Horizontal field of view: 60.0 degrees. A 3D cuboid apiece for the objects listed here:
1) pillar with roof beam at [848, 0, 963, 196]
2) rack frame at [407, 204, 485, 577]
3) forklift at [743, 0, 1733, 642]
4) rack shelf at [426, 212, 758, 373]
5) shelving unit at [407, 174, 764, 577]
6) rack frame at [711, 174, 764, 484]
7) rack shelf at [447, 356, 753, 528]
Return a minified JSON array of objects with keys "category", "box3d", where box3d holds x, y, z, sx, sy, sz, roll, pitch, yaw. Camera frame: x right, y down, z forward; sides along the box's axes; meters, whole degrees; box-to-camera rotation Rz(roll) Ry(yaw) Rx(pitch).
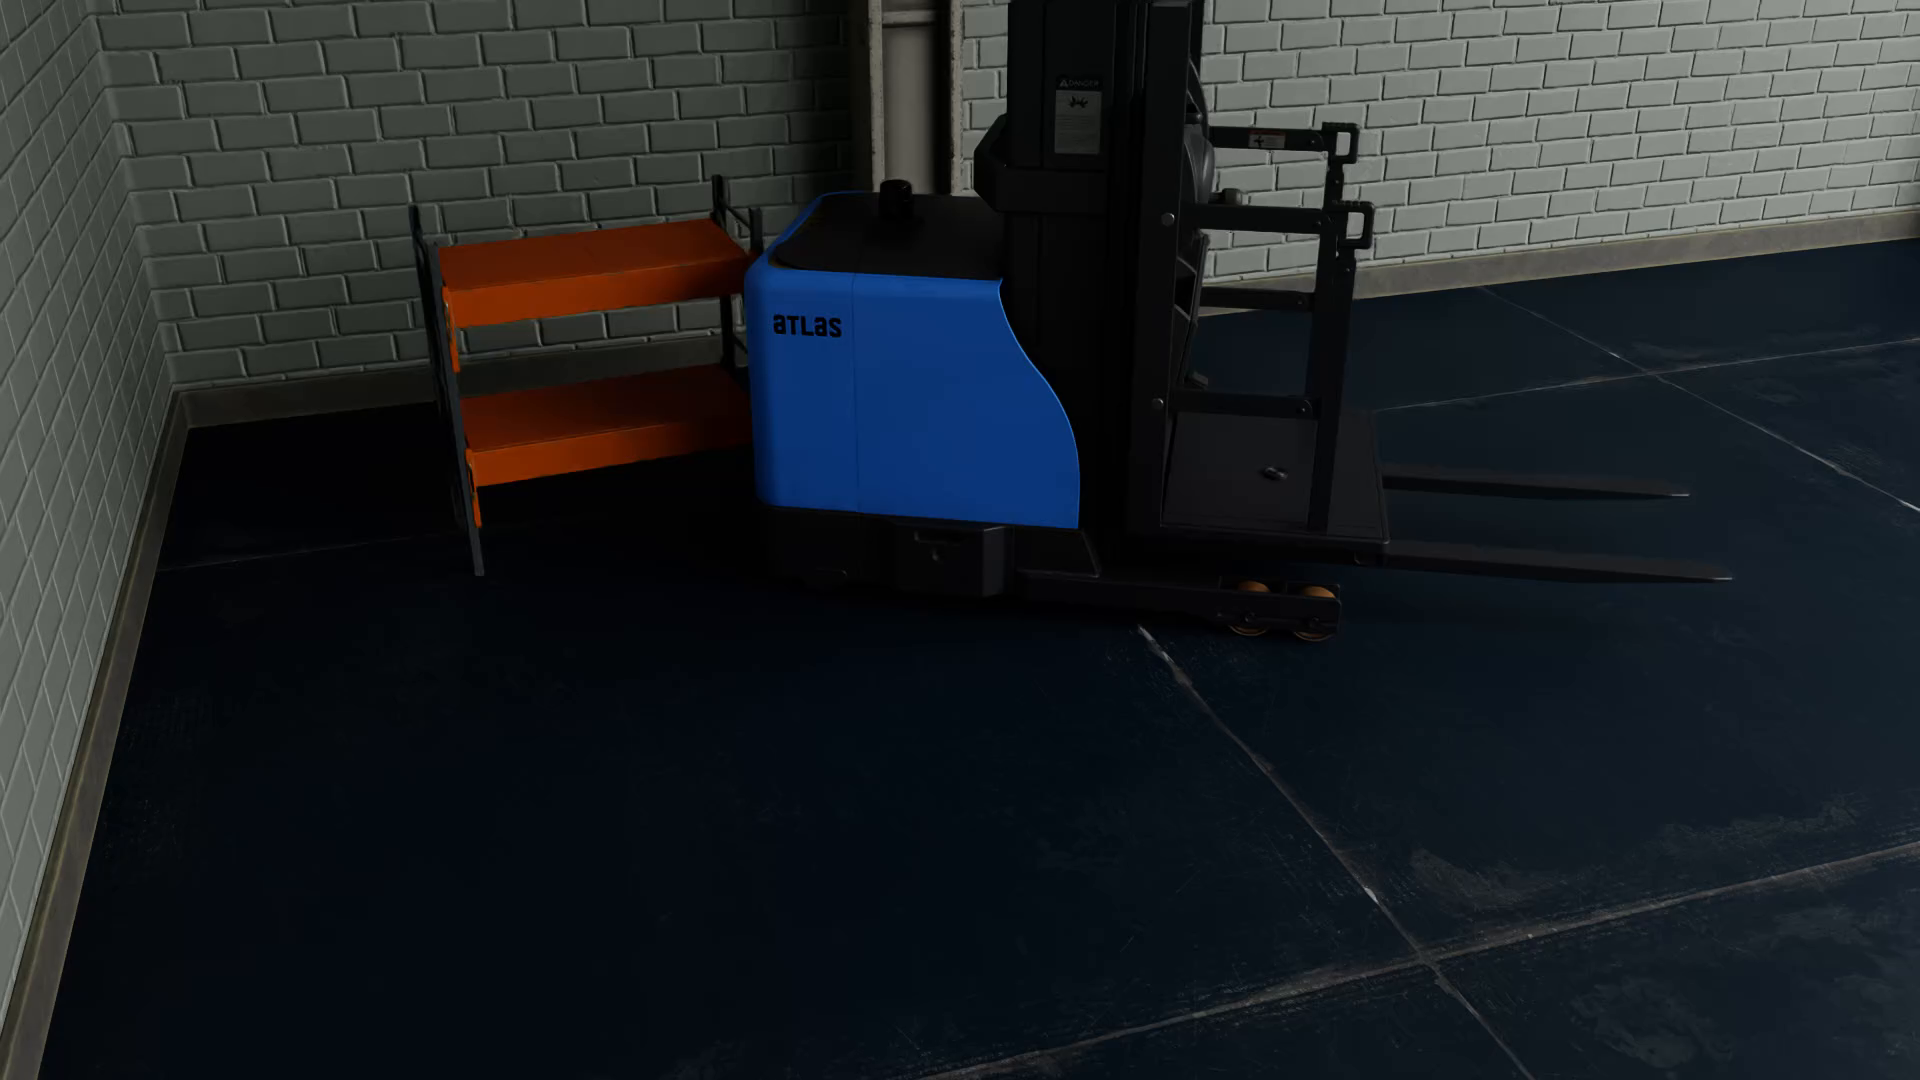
[{"category":"pillar with roof beam","box3d":[1.111,-3.016,1.706,0.400,9.000,9.100,-8,28,-16]},{"category":"rack frame","box3d":[-1.688,-0.486,5.464,0.032,1.125,0.500,-11,28,-21]},{"category":"forklift","box3d":[0.897,-1.256,4.984,3.031,2.935,1.130,4,27,9]},{"category":"rack shelf","box3d":[-1.220,-0.837,5.512,1.000,0.278,0.538,-11,28,-21]},{"category":"shelving unit","box3d":[-1.220,-0.575,5.643,1.048,1.125,0.538,-11,28,-21]},{"category":"rack frame","box3d":[-0.752,-0.663,5.821,0.032,1.125,0.500,-11,28,-21]},{"category":"rack shelf","box3d":[-1.220,-0.356,5.751,1.000,0.278,0.538,-11,28,-21]}]
